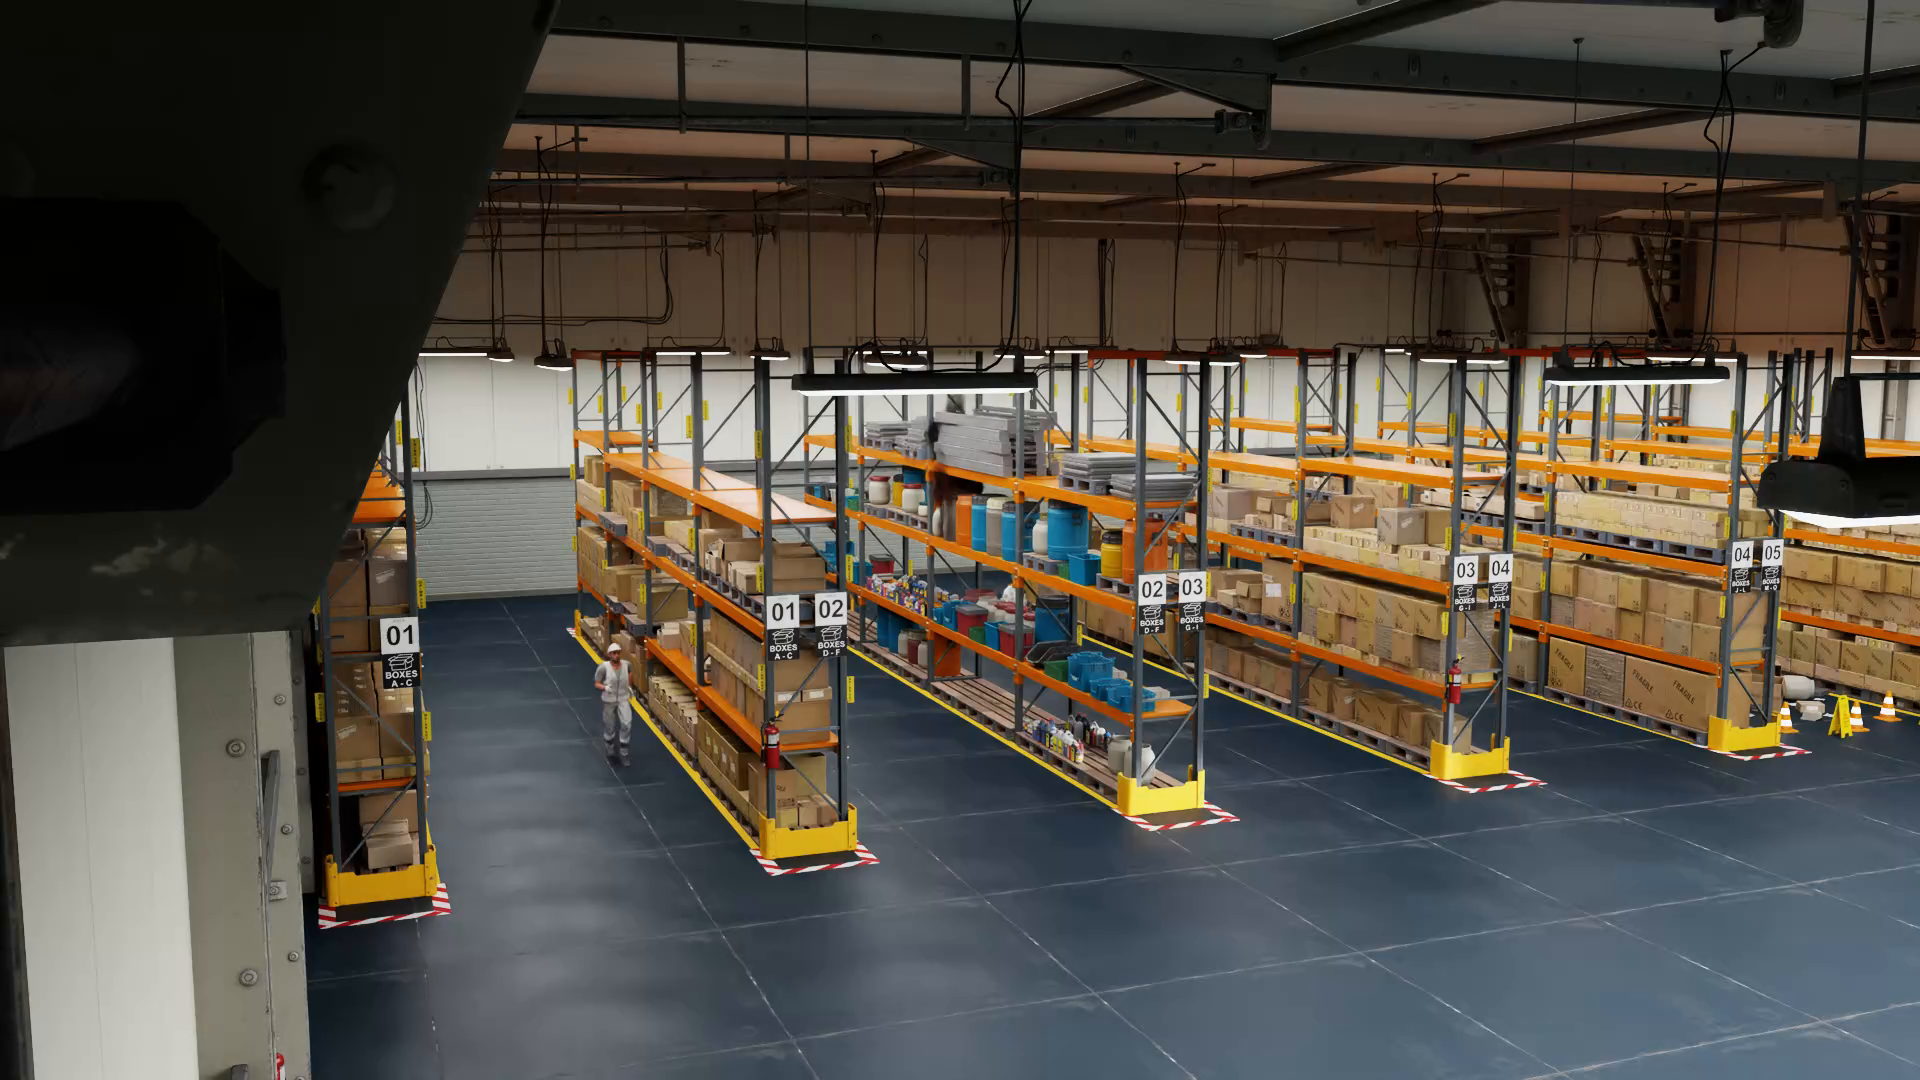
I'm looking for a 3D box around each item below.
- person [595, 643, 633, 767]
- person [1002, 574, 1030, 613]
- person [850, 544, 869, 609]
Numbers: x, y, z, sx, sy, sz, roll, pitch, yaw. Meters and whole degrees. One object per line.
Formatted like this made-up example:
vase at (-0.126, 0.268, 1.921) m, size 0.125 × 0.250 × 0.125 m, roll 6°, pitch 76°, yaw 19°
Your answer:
person at (-5.083, 2.410, 24.495) m, size 0.588 × 1.831 × 0.835 m, roll -3°, pitch 8°, yaw -20°
person at (1.100, 1.442, 31.821) m, size 0.600 × 1.624 × 0.534 m, roll -4°, pitch 8°, yaw -29°
person at (-2.530, 0.820, 37.968) m, size 0.879 × 1.628 × 0.620 m, roll 0°, pitch 7°, yaw 1°
